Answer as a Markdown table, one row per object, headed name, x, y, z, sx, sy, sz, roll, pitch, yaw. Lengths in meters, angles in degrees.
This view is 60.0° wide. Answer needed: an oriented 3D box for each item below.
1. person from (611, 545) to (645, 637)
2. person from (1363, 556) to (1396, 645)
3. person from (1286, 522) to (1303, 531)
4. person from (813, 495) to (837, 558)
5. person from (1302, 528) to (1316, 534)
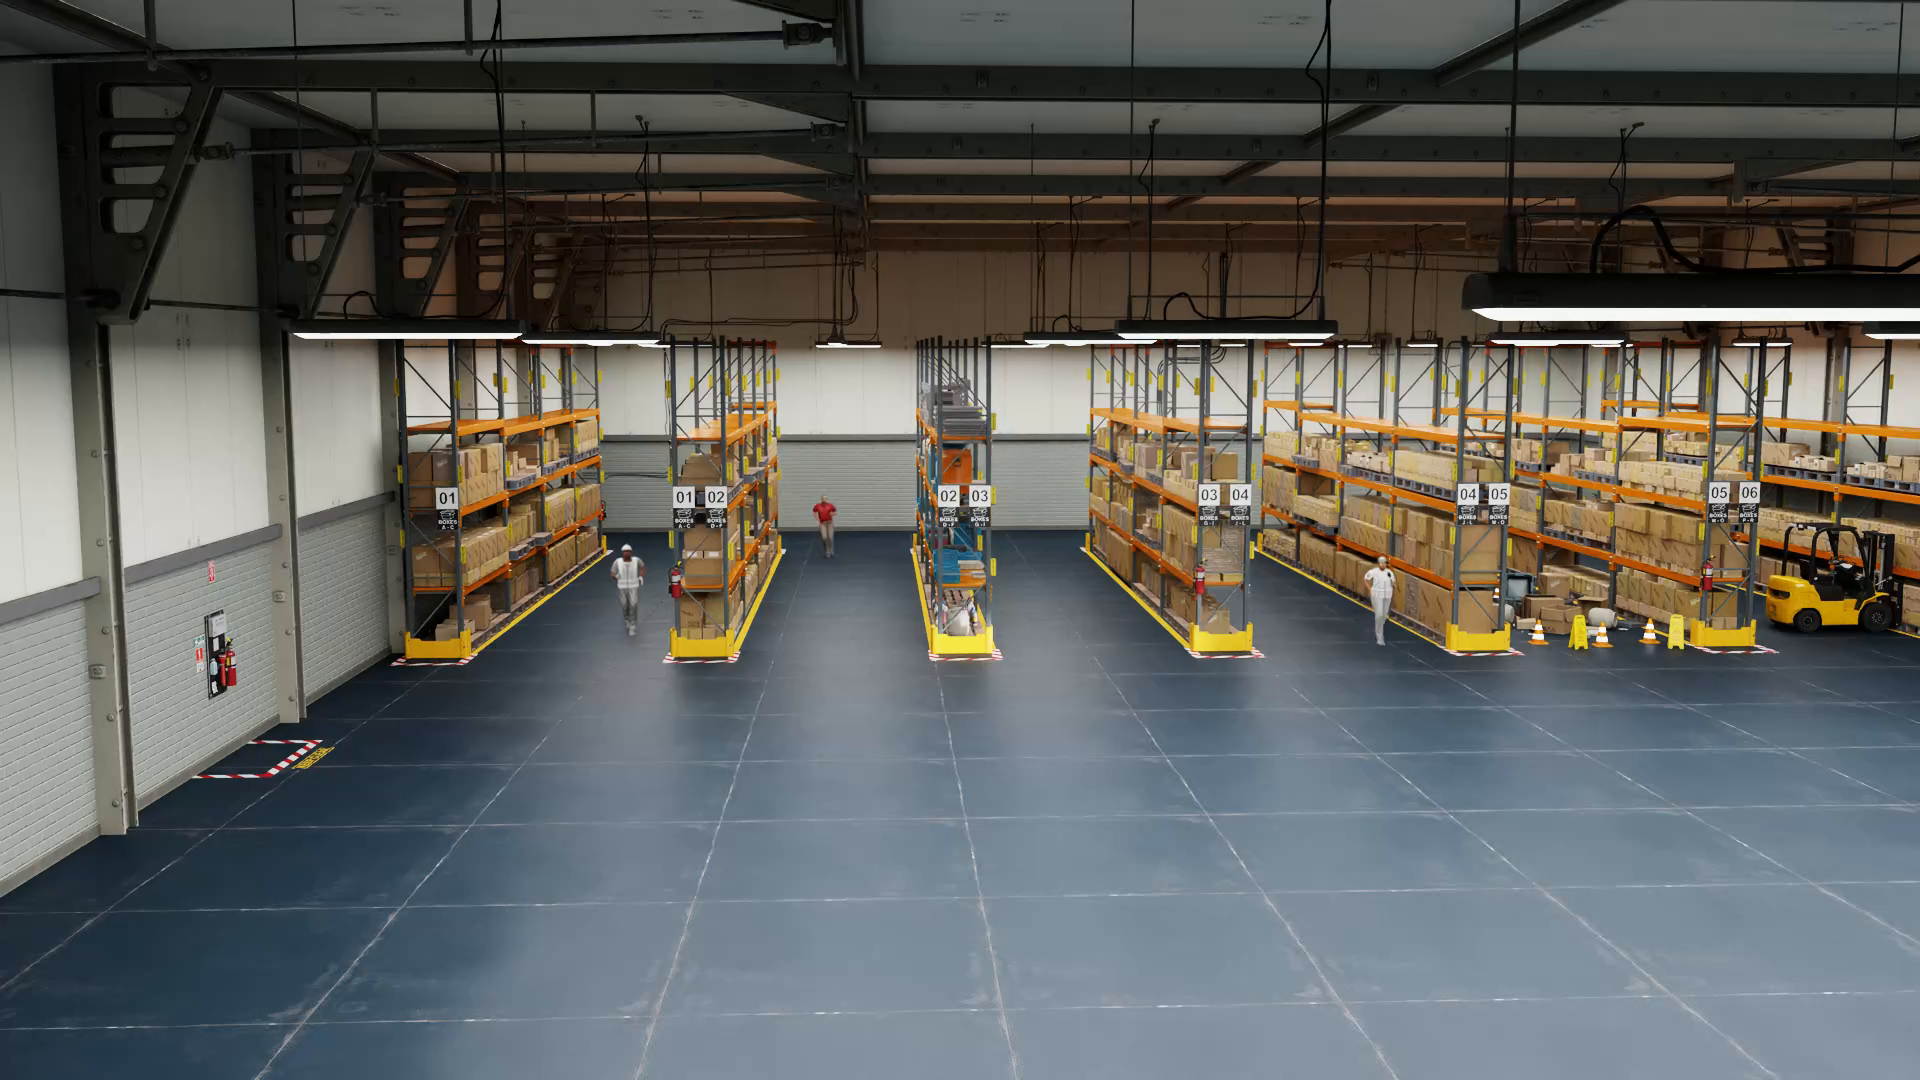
| name | x | y | z | sx | sy | sz | roll | pitch | yaw |
| --- | --- | --- | --- | --- | --- | --- | --- | --- | --- |
| person | -6.742 | 0.995 | 33.745 | 0.672 | 1.819 | 0.928 | -1 | 7 | -6 |
| person | 8.300 | 1.178 | 32.784 | 0.583 | 1.722 | 0.701 | -1 | 7 | -11 |
| person | 9.801 | -0.717 | 48.876 | 0.977 | 1.767 | 0.708 | 4 | 8 | 34 |
| person | -3.744 | -0.365 | 46.290 | 0.658 | 1.802 | 0.772 | -2 | 7 | -14 |
| person | 10.158 | -0.753 | 49.184 | 0.936 | 1.799 | 0.658 | 0 | 6 | 3 |
